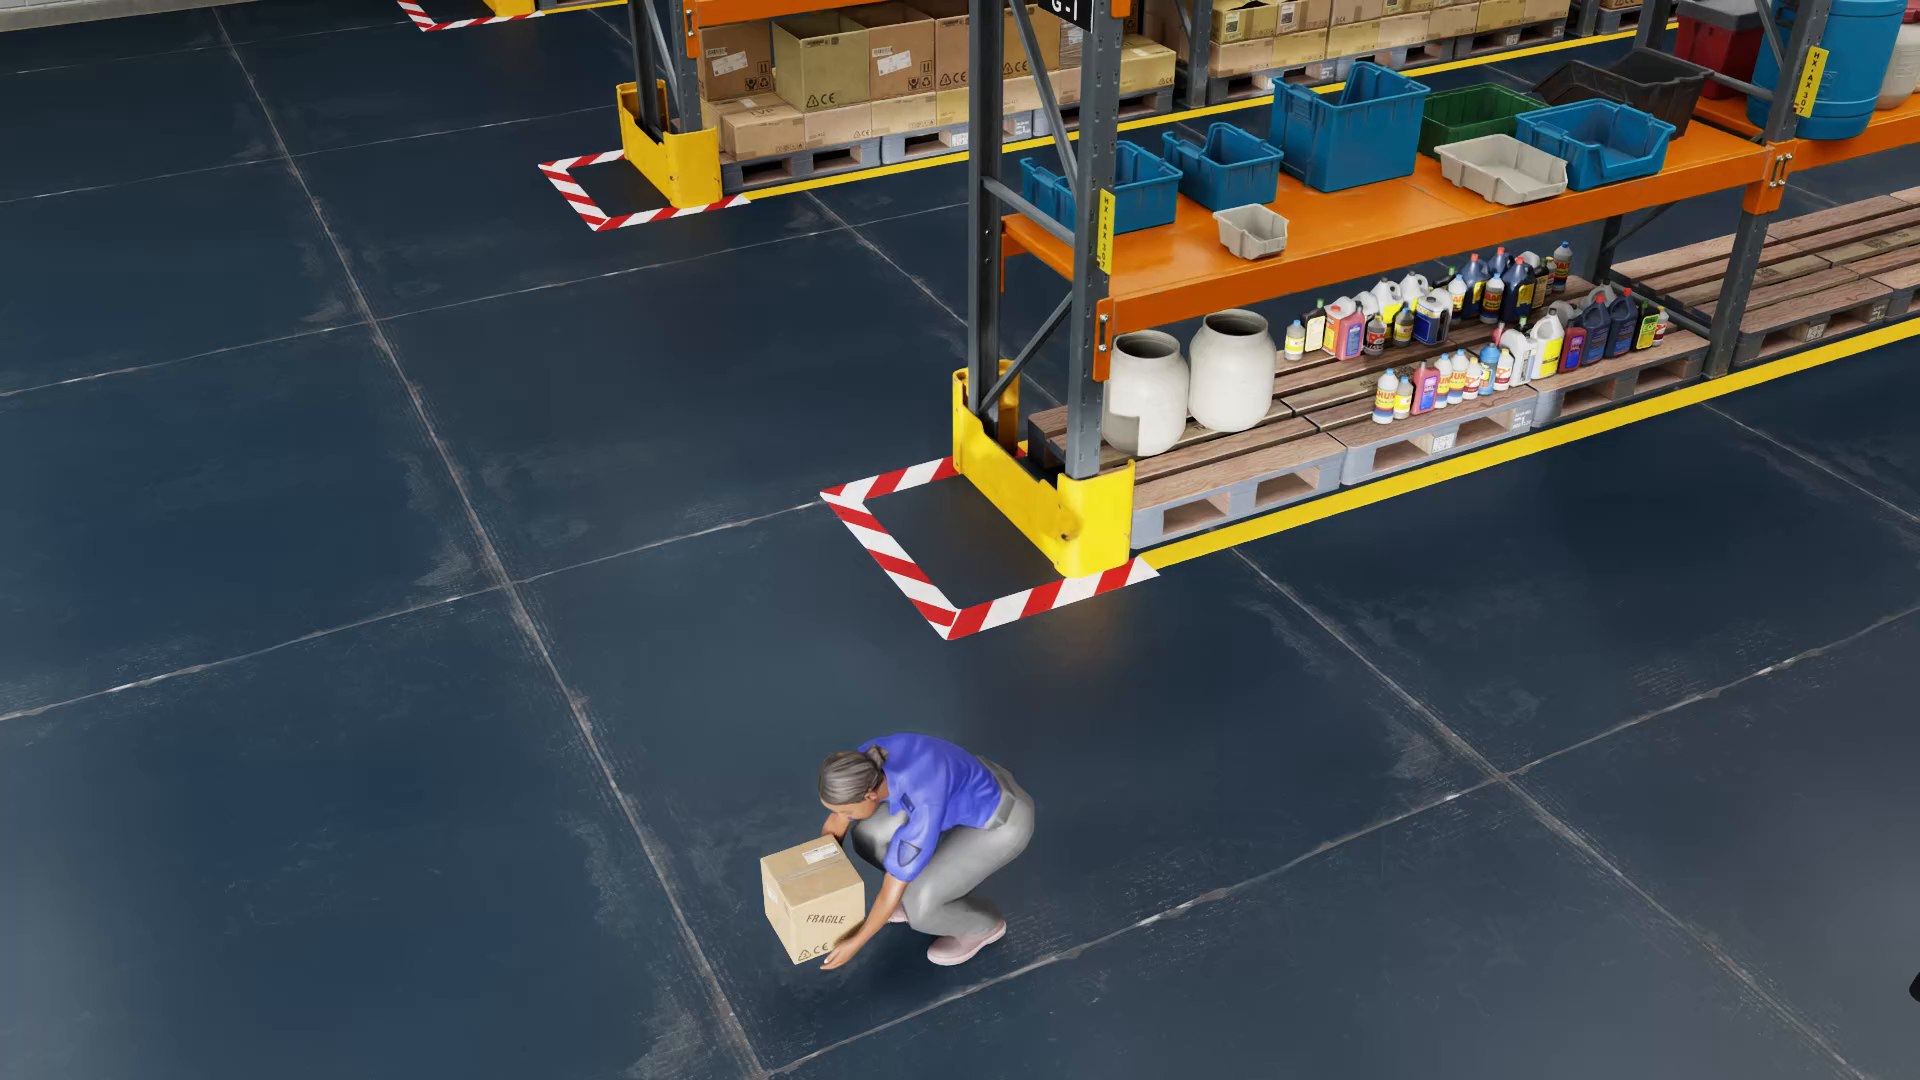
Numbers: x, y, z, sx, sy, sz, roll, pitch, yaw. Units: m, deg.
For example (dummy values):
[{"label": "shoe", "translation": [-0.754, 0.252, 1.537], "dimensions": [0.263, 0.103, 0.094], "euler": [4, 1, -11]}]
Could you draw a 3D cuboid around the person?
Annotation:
[{"label": "person", "translation": [-0.139, 0.954, 5.355], "dimensions": [0.819, 0.936, 0.473], "euler": [-16, 37, -23]}]
